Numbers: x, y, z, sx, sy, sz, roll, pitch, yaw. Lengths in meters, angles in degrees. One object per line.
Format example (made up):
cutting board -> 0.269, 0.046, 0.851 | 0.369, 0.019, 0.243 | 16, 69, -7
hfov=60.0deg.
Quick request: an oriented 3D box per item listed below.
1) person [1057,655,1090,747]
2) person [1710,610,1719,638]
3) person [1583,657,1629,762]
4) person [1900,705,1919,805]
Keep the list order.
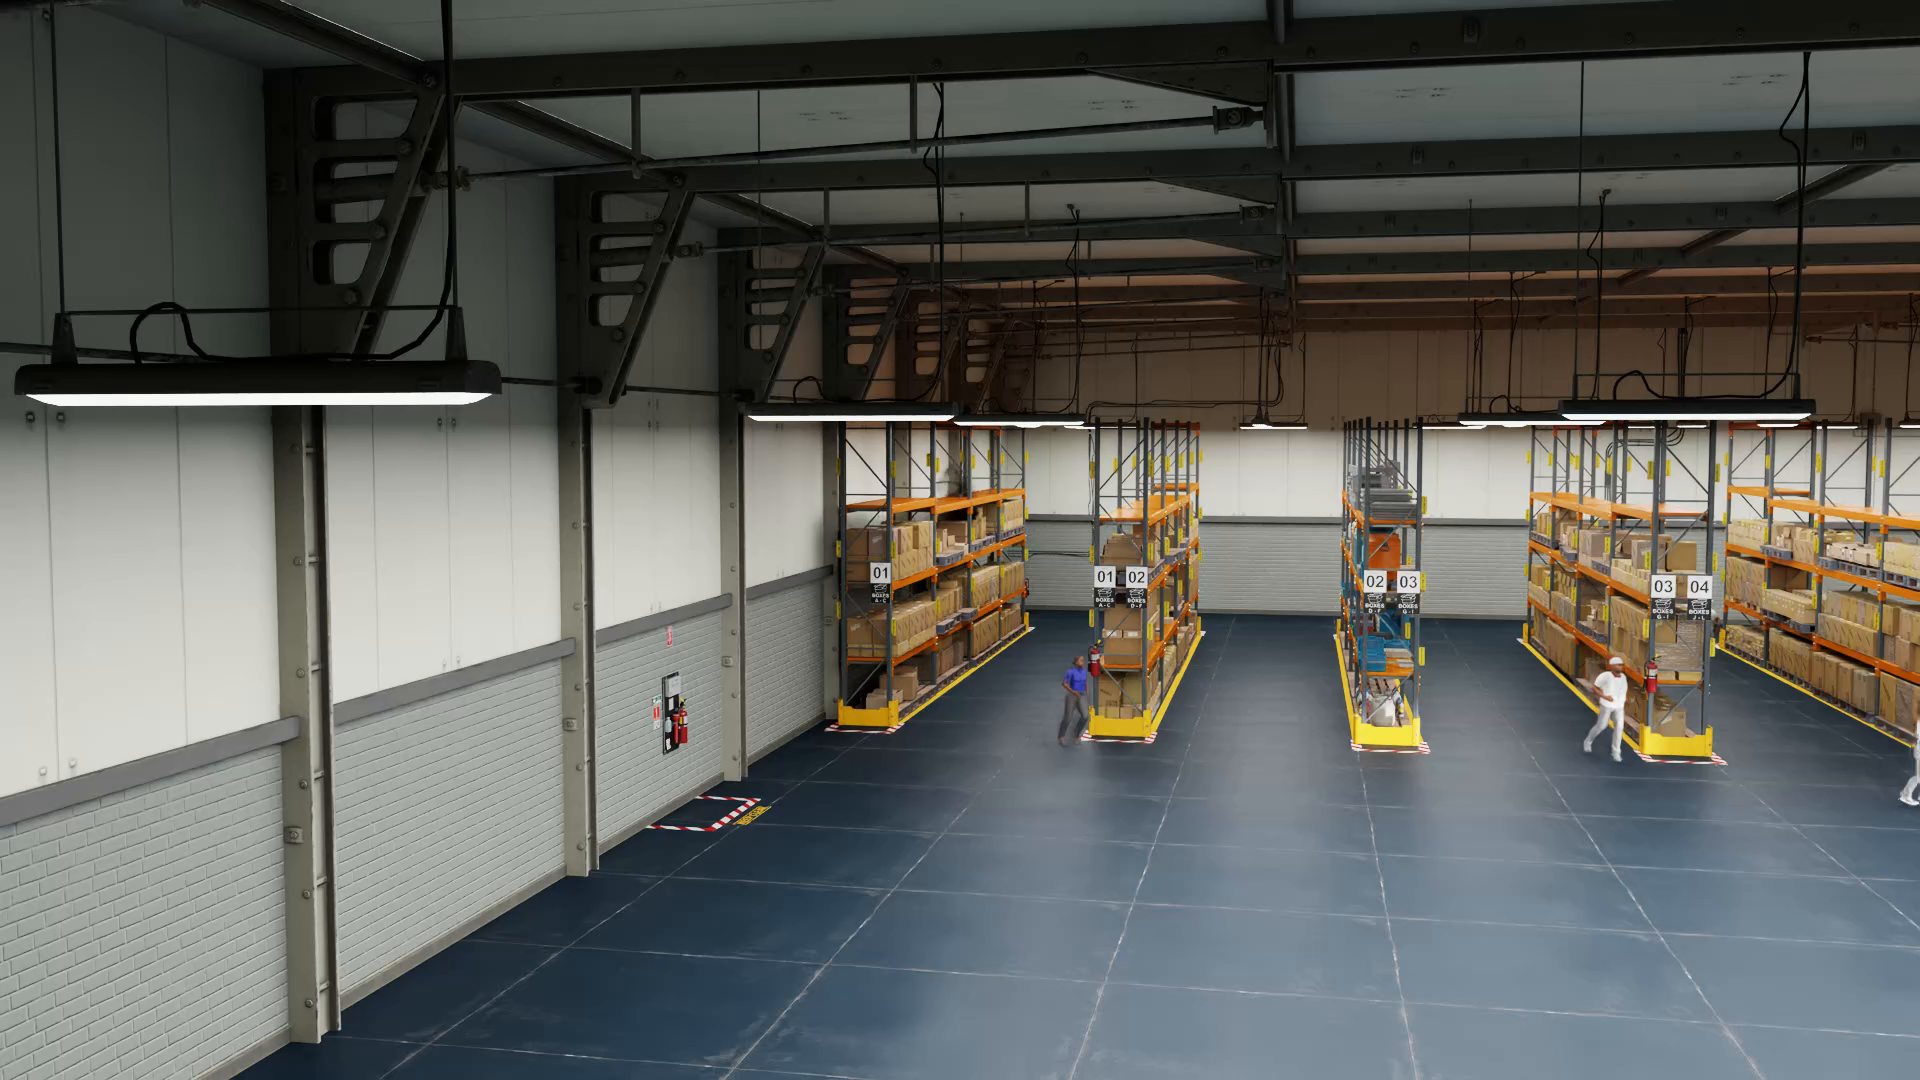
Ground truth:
person -> 2.163, 2.931, 30.487 | 0.636, 1.653, 0.615 | -2, 4, -29
person -> 18.347, 2.257, 40.871 | 0.610, 1.658, 0.599 | 1, 4, 17
person -> 11.494, 2.942, 29.249 | 0.757, 1.763, 0.923 | -1, 4, -11
person -> 14.618, 3.296, 25.166 | 0.514, 1.625, 0.667 | -3, 5, -39
